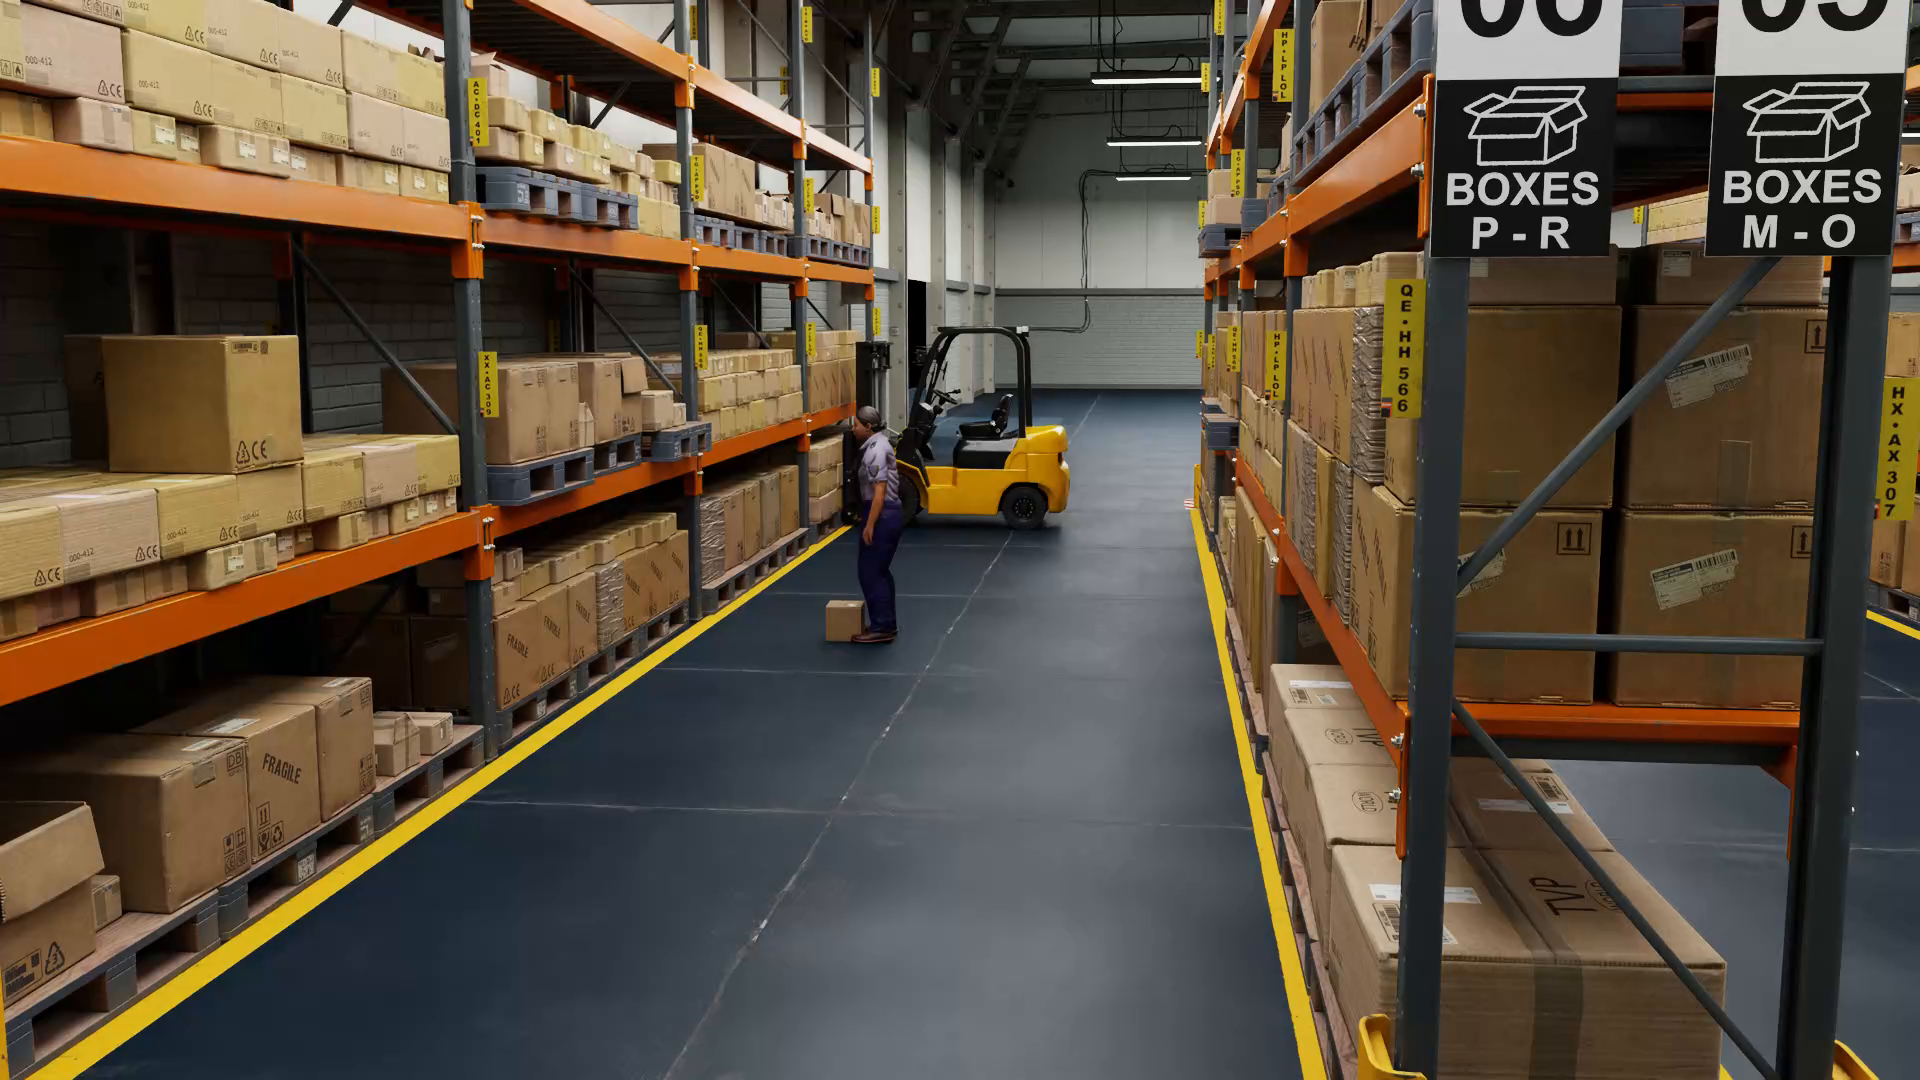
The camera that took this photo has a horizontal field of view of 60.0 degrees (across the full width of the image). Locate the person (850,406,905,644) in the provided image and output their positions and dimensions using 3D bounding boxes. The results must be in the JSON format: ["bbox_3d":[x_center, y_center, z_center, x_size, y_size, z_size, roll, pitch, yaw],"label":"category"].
[{"bbox_3d":[-0.577,-0.115,11.687,0.367,1.649,0.564,0,8,3],"label":"person"}]
